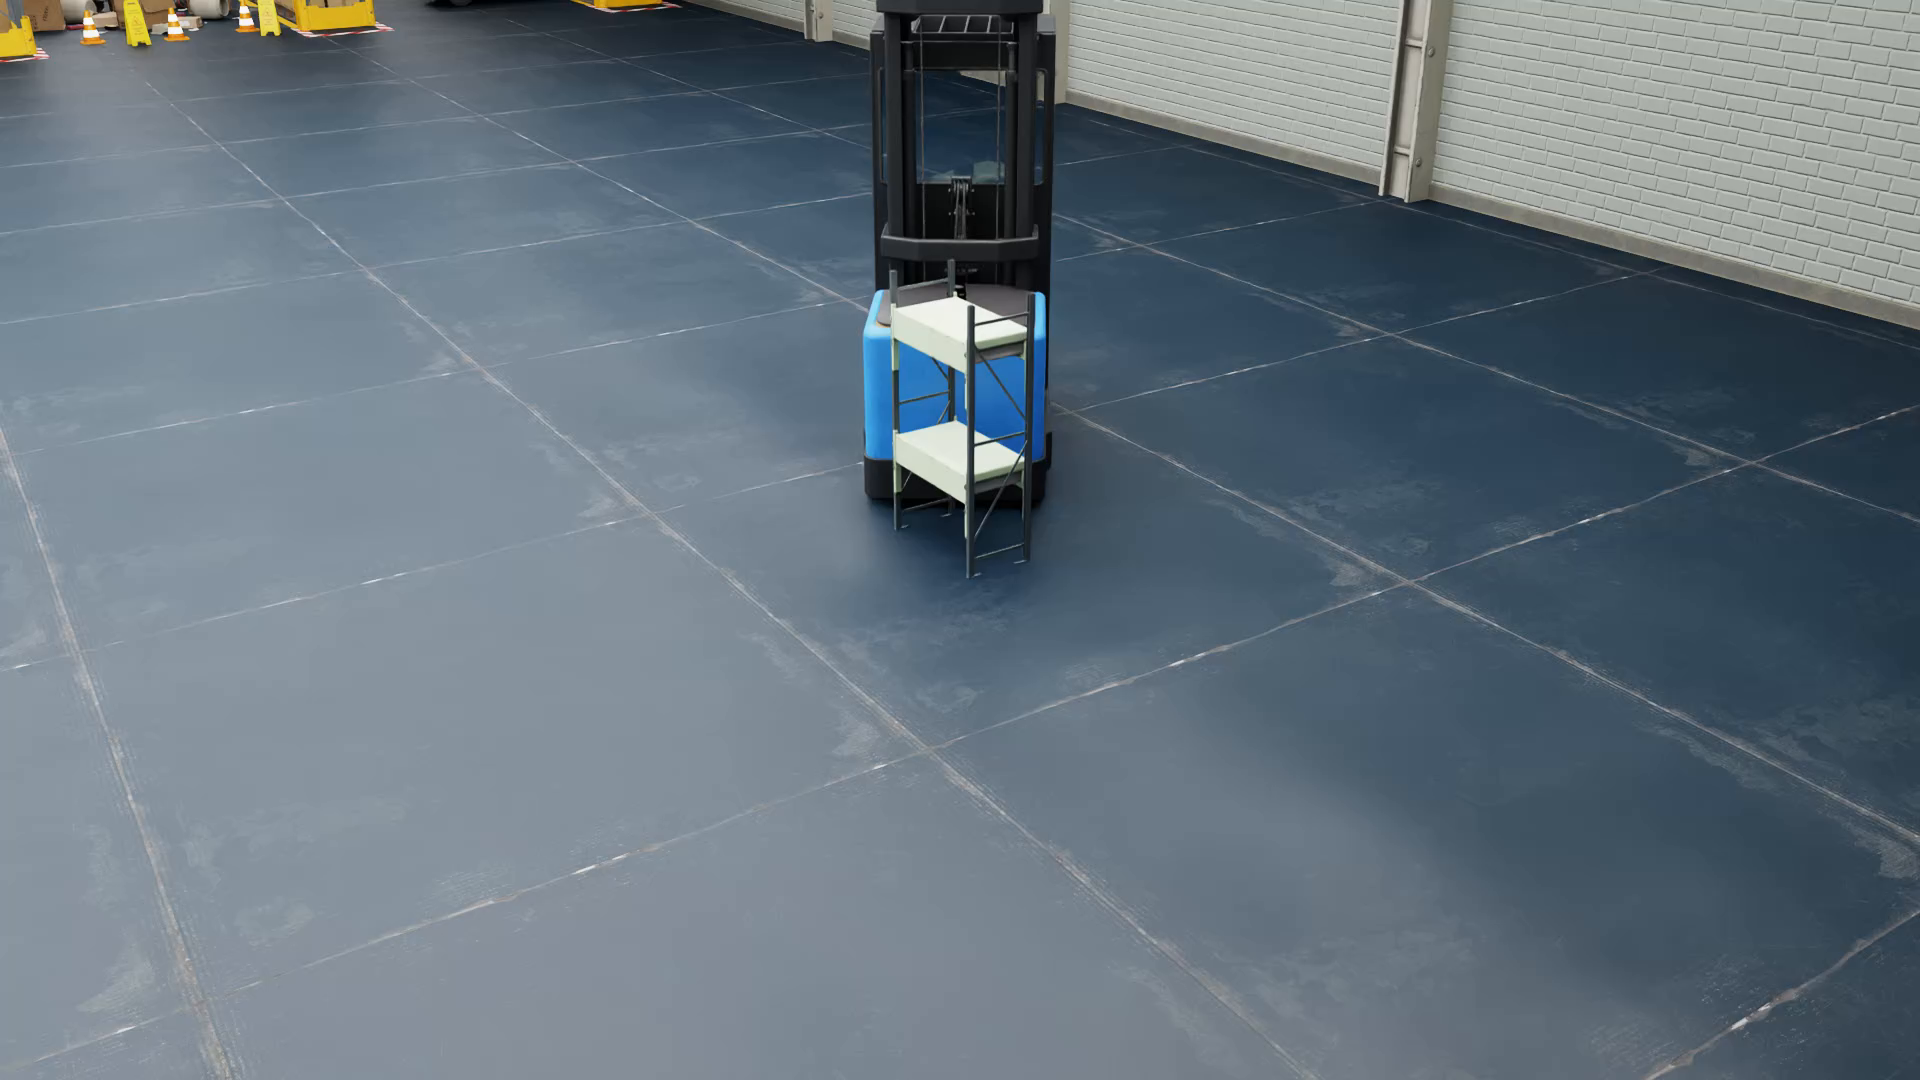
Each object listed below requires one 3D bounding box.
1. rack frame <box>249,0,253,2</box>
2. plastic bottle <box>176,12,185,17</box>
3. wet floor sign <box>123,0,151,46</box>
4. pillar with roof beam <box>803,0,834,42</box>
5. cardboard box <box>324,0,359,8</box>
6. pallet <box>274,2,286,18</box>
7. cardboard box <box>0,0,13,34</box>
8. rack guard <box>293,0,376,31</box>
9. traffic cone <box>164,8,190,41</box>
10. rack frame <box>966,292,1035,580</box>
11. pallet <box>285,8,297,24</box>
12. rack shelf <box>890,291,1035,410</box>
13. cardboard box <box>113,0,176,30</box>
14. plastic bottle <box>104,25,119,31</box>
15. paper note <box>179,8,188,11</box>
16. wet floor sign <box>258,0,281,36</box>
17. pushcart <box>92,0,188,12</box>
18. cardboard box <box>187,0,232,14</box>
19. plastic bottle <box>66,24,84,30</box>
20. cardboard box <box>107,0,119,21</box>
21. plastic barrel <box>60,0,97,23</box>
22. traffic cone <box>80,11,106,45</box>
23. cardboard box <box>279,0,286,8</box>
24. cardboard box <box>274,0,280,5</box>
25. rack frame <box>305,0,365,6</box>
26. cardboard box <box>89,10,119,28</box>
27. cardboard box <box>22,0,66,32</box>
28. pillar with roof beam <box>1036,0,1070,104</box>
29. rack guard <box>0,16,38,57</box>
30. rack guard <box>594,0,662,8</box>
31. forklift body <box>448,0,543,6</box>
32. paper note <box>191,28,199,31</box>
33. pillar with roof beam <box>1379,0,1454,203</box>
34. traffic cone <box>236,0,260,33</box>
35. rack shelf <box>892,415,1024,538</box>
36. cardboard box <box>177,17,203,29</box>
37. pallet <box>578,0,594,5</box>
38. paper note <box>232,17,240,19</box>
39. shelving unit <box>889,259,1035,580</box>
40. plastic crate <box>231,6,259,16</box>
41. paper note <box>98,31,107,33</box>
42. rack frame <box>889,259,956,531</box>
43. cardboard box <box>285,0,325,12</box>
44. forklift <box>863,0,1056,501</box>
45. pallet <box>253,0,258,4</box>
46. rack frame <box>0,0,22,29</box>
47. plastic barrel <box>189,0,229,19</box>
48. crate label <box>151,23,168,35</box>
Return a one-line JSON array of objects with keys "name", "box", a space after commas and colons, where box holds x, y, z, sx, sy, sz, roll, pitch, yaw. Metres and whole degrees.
[{"name": "rack frame", "box": [-12.150, -11.005, 29.049, 1.000, 3.000, 0.127, -16, 29, -30]}, {"name": "plastic bottle", "box": [-13.017, -8.778, 27.773, 0.133, 0.061, 0.283, -10, 27, -21]}, {"name": "wet floor sign", "box": [-12.384, -7.771, 24.956, 0.267, 0.644, 0.232, -22, 33, -38]}, {"name": "pillar with roof beam", "box": [-5.766, -10.755, 21.492, 9.100, 9.000, 0.400, -16, 29, -30]}, {"name": "cardboard box", "box": [-10.175, -8.874, 27.263, 0.500, 0.250, 0.500, -16, 30, -30]}, {"name": "pallet", "box": [-11.084, -9.075, 28.227, 1.003, 0.211, 1.213, -16, 29, -30]}, {"name": "cardboard box", "box": [-14.484, -7.841, 24.343, 0.875, 0.875, 0.875, -15, 29, -29]}, {"name": "rack guard", "box": [-10.008, -8.471, 26.609, 1.175, 0.500, 0.348, -16, 29, -30]}, {"name": "traffic cone", "box": [-12.027, -7.900, 25.443, 0.336, 0.463, 0.334, -16, 29, -30]}, {"name": "rack frame", "box": [0.207, -0.519, 8.592, 0.400, 1.500, 0.023, -16, 30, -30]}, {"name": "pallet", "box": [-10.422, -8.640, 27.304, 1.003, 0.211, 1.213, -16, 29, -30]}, {"name": "rack shelf", "box": [0.004, -1.002, 8.701, 0.431, 0.370, 0.720, -16, 30, -30]}, {"name": "cardboard box", "box": [-13.047, -8.484, 26.632, 0.637, 0.503, 0.797, 7, 26, 15]}, {"name": "plastic bottle", "box": [-13.500, -8.146, 26.434, 0.283, 0.061, 0.133, 18, 31, 33]}, {"name": "paper note", "box": [-13.290, -9.075, 28.439, 0.148, 0.019, 0.142, -16, 29, -30]}, {"name": "wet floor sign", "box": [-10.759, -8.193, 25.849, 0.267, 0.644, 0.232, -6, 26, -12]}, {"name": "pushcart", "box": [-14.033, -9.270, 28.445, 0.936, 0.377, 1.648, 18, 31, 33]}, {"name": "cardboard box", "box": [-12.705, -9.176, 28.098, 0.500, 0.500, 0.500, 3, 25, 6]}, {"name": "plastic bottle", "box": [-14.067, -8.174, 26.494, 0.133, 0.061, 0.283, 18, 31, 33]}, {"name": "cardboard box", "box": [-13.564, -8.878, 27.308, 0.797, 0.637, 0.503, -16, 29, -30]}, {"name": "plastic barrel", "box": [-14.338, -8.602, 26.976, 0.512, 0.421, 0.421, 3, 25, 6]}, {"name": "traffic cone", "box": [-13.159, -7.759, 25.143, 0.336, 0.463, 0.334, -16, 29, -30]}, {"name": "cardboard box", "box": [-10.910, -8.935, 27.391, 0.500, 0.250, 0.500, -15, 29, -29]}, {"name": "cardboard box", "box": [-11.200, -9.120, 27.785, 0.500, 0.250, 0.500, -17, 30, -31]}, {"name": "rack frame", "box": [-9.967, -9.575, 26.018, 1.000, 3.000, 0.127, -16, 29, -30]}, {"name": "cardboard box", "box": [-13.761, -8.394, 26.719, 0.396, 0.266, 0.258, -10, 27, -21]}, {"name": "cardboard box", "box": [-14.535, -8.370, 26.392, 0.500, 0.500, 0.500, -10, 27, -21]}, {"name": "pillar with roof beam", "box": [-2.491, -8.609, 16.946, 9.100, 9.000, 0.400, -16, 29, -30]}, {"name": "rack guard", "box": [-14.046, -7.246, 24.013, 1.175, 0.500, 0.348, -16, 29, -30]}, {"name": "rack guard", "box": [-5.797, -9.594, 28.987, 1.175, 0.500, 0.348, -16, 29, -30]}, {"name": "forklift body", "box": [-8.374, -10.602, 29.189, 2.313, 2.155, 1.214, -16, 29, -30]}, {"name": "paper note", "box": [-12.150, -8.106, 26.386, 0.142, 0.019, 0.148, 18, 31, 33]}, {"name": "pillar with roof beam", "box": [0.784, -6.463, 12.400, 9.100, 9.000, 0.400, -16, 29, -30]}, {"name": "traffic cone", "box": [-11.282, -8.281, 26.249, 0.336, 0.463, 0.334, -16, 29, -30]}, {"name": "rack shelf", "box": [0.004, -0.354, 9.007, 0.431, 0.370, 0.720, -16, 30, -30]}, {"name": "cardboard box", "box": [-12.374, -8.283, 26.622, 0.380, 0.149, 0.250, -1, 25, -3]}, {"name": "pallet", "box": [-6.262, -9.735, 29.625, 1.003, 0.211, 1.213, -16, 29, -30]}, {"name": "paper note", "box": [-11.960, -8.651, 27.539, 0.148, 0.019, 0.142, 18, 31, 33]}, {"name": "shelving unit", "box": [0.004, -0.649, 8.868, 0.431, 1.500, 0.755, -16, 30, -30]}, {"name": "plastic crate", "box": [-11.980, -8.932, 28.078, 0.583, 0.080, 0.402, 18, 31, 33]}, {"name": "paper note", "box": [-13.470, -7.983, 26.127, 0.144, 0.017, 0.142, -6, 26, -12]}, {"name": "rack frame", "box": [-0.198, -0.779, 9.143, 0.400, 1.500, 0.023, -16, 30, -30]}, {"name": "cardboard box", "box": [-10.646, -8.756, 27.013, 0.500, 0.250, 0.500, -16, 29, -30]}, {"name": "forklift", "box": [0.028, -2.139, 10.348, 1.130, 2.935, 3.031, 1, 25, 2]}, {"name": "pallet", "box": [-11.754, -9.512, 29.153, 1.003, 0.211, 1.213, -16, 29, -30]}, {"name": "rack frame", "box": [-14.059, -8.385, 23.498, 1.000, 3.000, 0.127, -16, 29, -30]}, {"name": "plastic barrel", "box": [-12.363, -8.795, 27.386, 0.512, 0.421, 0.421, 3, 25, 6]}, {"name": "crate label", "box": [-12.508, -8.020, 26.078, 0.298, 0.136, 0.250, 12, 28, 24]}]
